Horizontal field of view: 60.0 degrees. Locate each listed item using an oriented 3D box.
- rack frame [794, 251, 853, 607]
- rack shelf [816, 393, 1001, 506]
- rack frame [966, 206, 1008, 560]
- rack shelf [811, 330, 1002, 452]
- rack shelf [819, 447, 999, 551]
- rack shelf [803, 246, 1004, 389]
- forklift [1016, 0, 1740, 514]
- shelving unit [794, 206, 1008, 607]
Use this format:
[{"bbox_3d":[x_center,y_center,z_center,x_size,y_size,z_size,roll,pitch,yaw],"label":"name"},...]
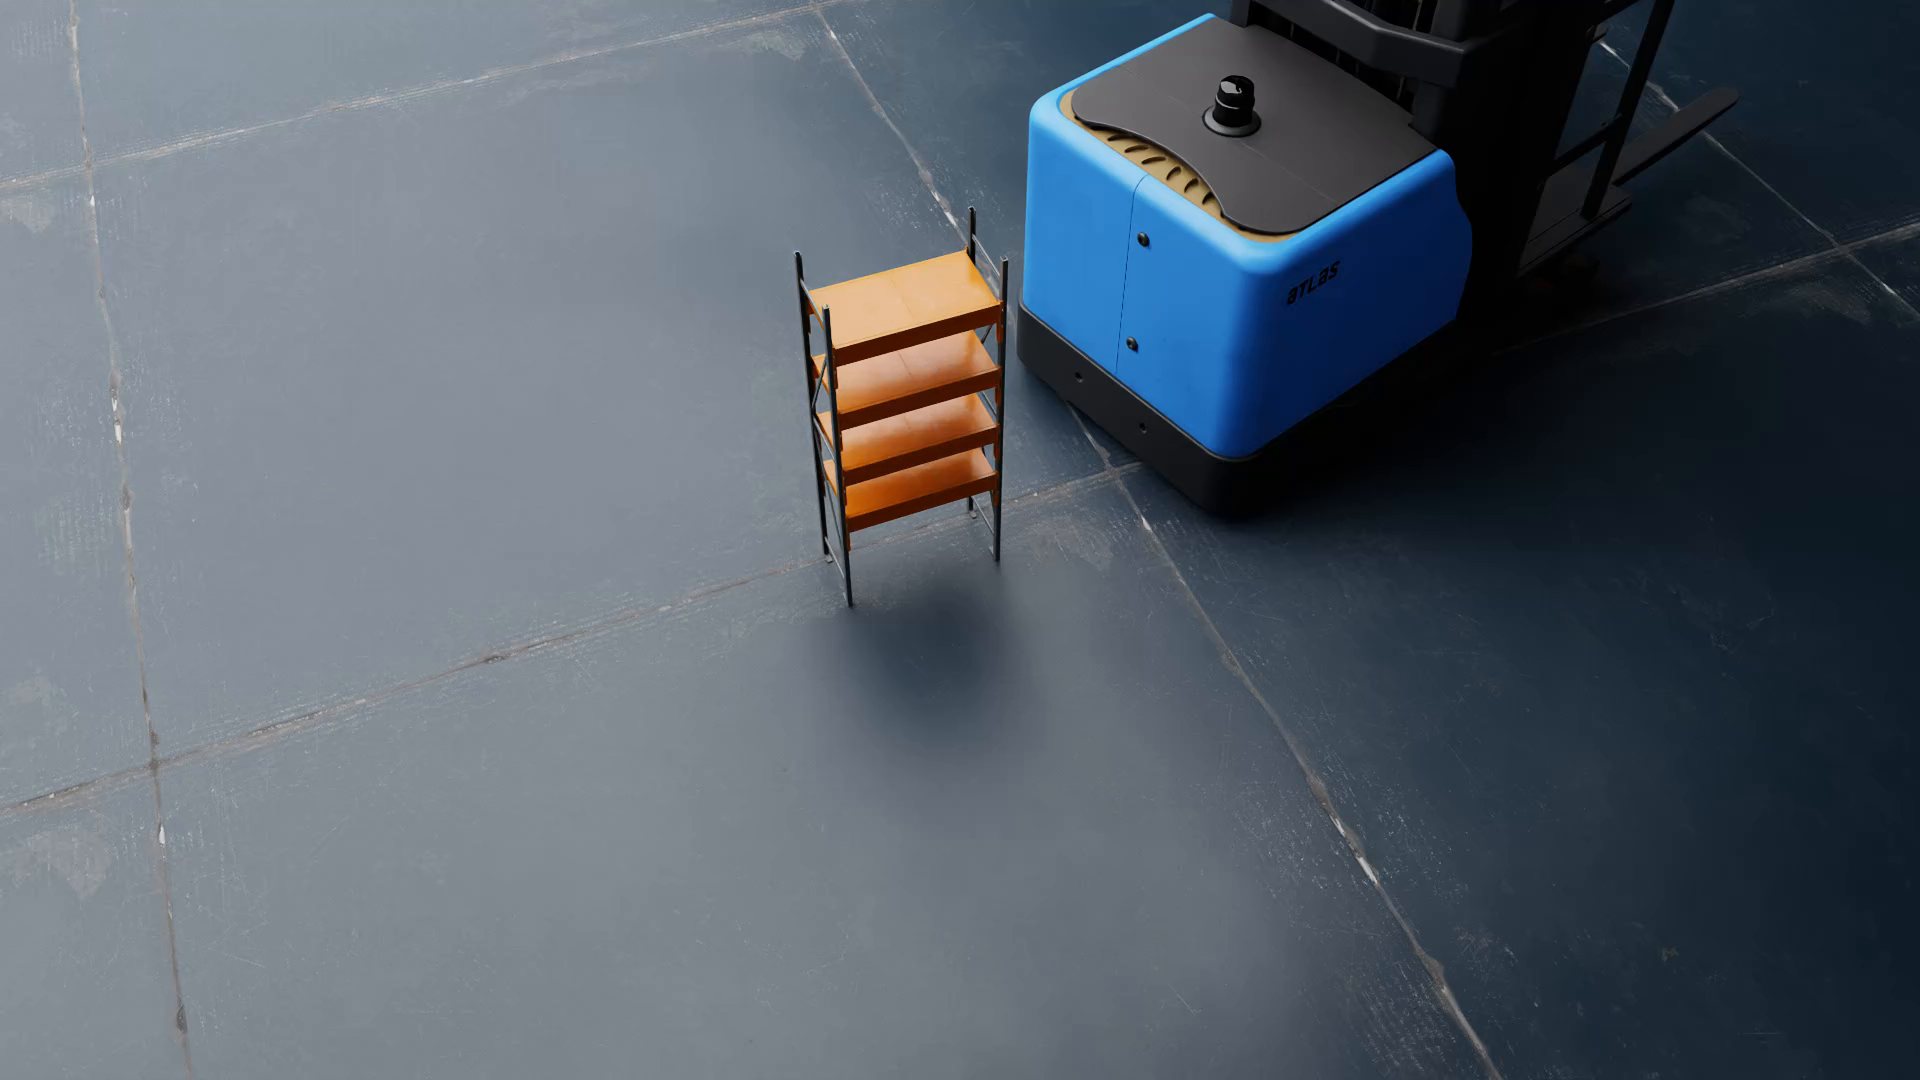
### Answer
[{"bbox_3d":[-0.379,-0.273,4.694,0.015,1.200,0.240,-17,52,-14],"label":"rack frame"},{"bbox_3d":[-0.153,-0.300,4.805,0.480,0.148,0.258,-17,52,-14],"label":"rack shelf"},{"bbox_3d":[0.073,-0.413,4.814,0.015,1.200,0.240,-17,52,-14],"label":"rack frame"},{"bbox_3d":[-0.153,-0.445,4.635,0.480,0.148,0.258,-17,52,-14],"label":"rack shelf"},{"bbox_3d":[-0.153,-0.170,4.956,0.480,0.148,0.258,-17,52,-14],"label":"rack shelf"},{"bbox_3d":[-0.153,-0.599,4.456,0.480,0.148,0.258,-17,52,-14],"label":"rack shelf"},{"bbox_3d":[1.649,-1.998,5.034,3.031,2.935,1.130,-32,57,-25],"label":"forklift"},{"bbox_3d":[-0.153,-0.343,4.754,0.503,1.200,0.258,-17,52,-14],"label":"shelving unit"}]
